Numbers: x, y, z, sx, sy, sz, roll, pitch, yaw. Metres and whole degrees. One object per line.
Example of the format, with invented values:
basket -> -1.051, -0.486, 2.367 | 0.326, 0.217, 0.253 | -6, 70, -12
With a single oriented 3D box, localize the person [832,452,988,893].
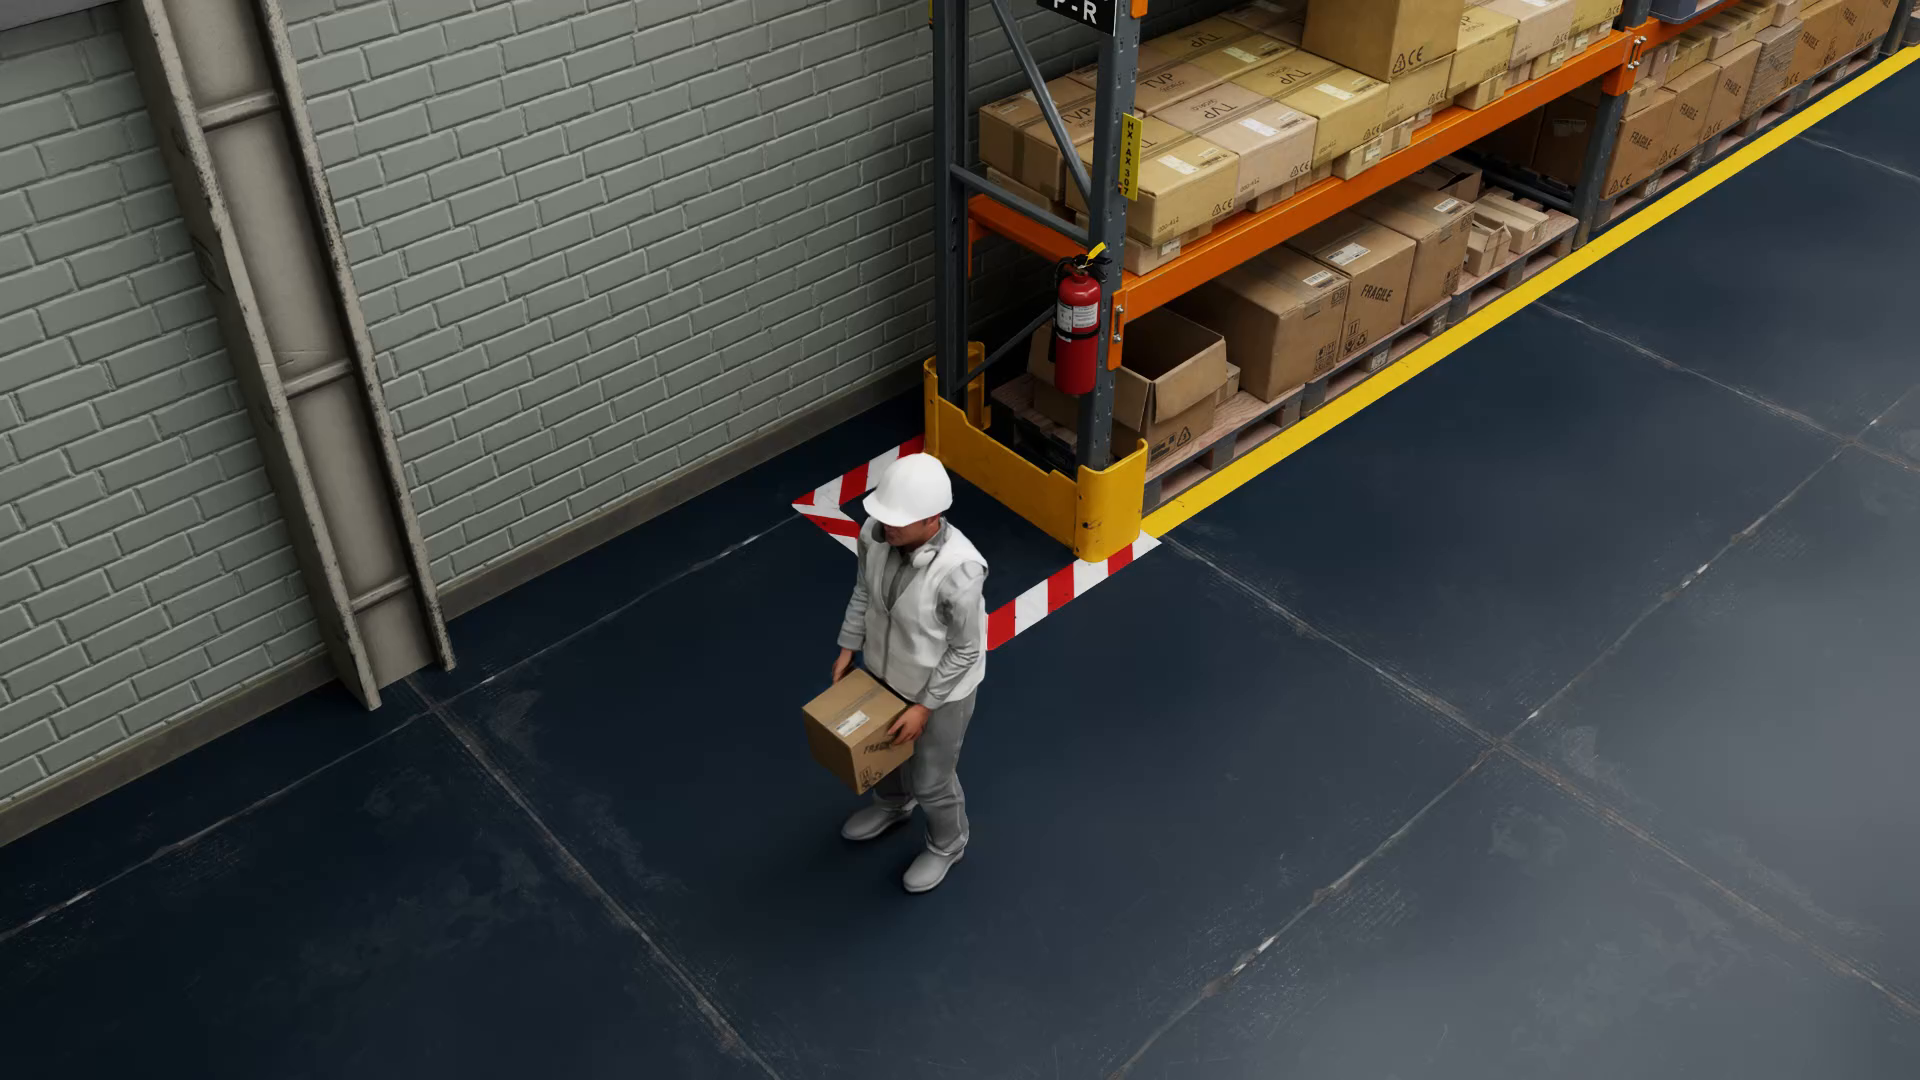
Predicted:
person -> -0.158, 0.448, 5.587 | 0.470, 1.779, 0.546 | -31, 49, -32
